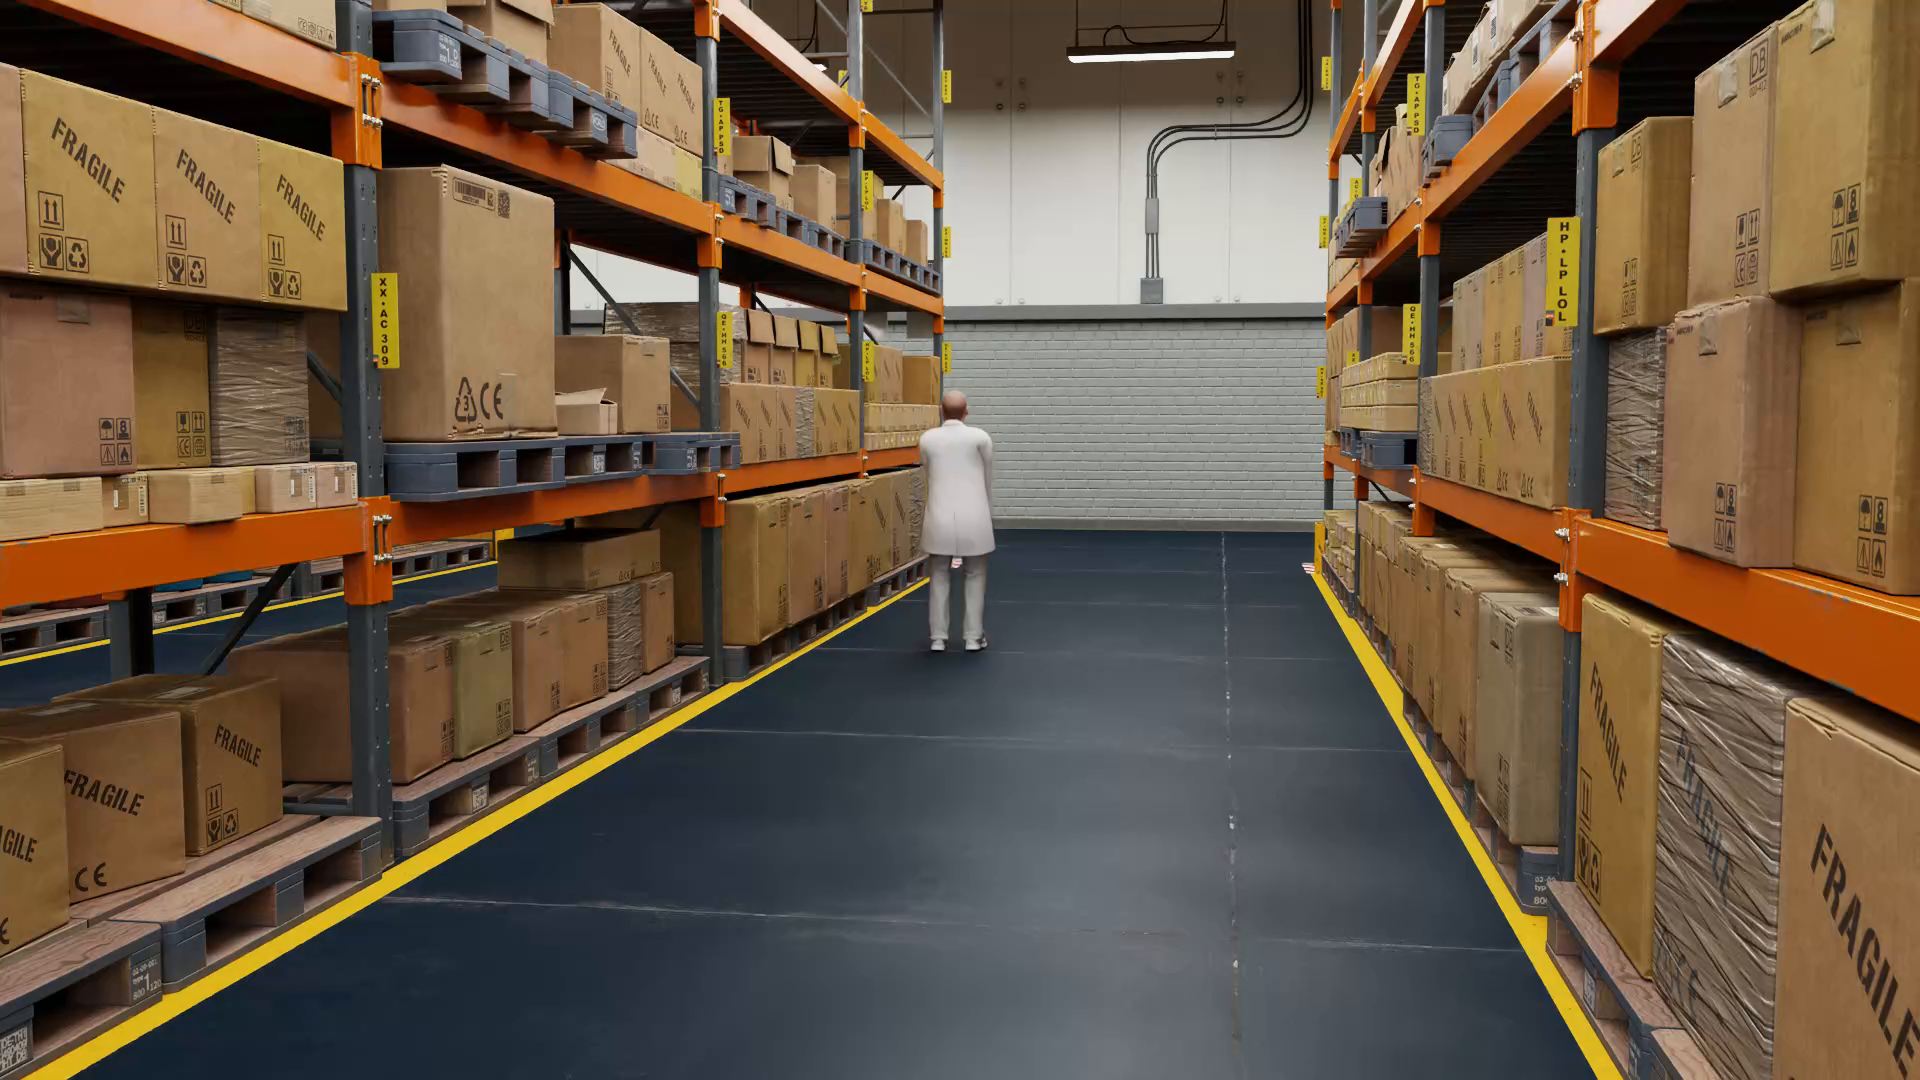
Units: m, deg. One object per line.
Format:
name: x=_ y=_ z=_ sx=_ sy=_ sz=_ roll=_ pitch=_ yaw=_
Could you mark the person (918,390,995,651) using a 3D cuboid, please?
person: x=-0.011 y=-0.139 z=11.435 sx=0.524 sy=1.780 sz=0.555 roll=1 pitch=4 yaw=7
